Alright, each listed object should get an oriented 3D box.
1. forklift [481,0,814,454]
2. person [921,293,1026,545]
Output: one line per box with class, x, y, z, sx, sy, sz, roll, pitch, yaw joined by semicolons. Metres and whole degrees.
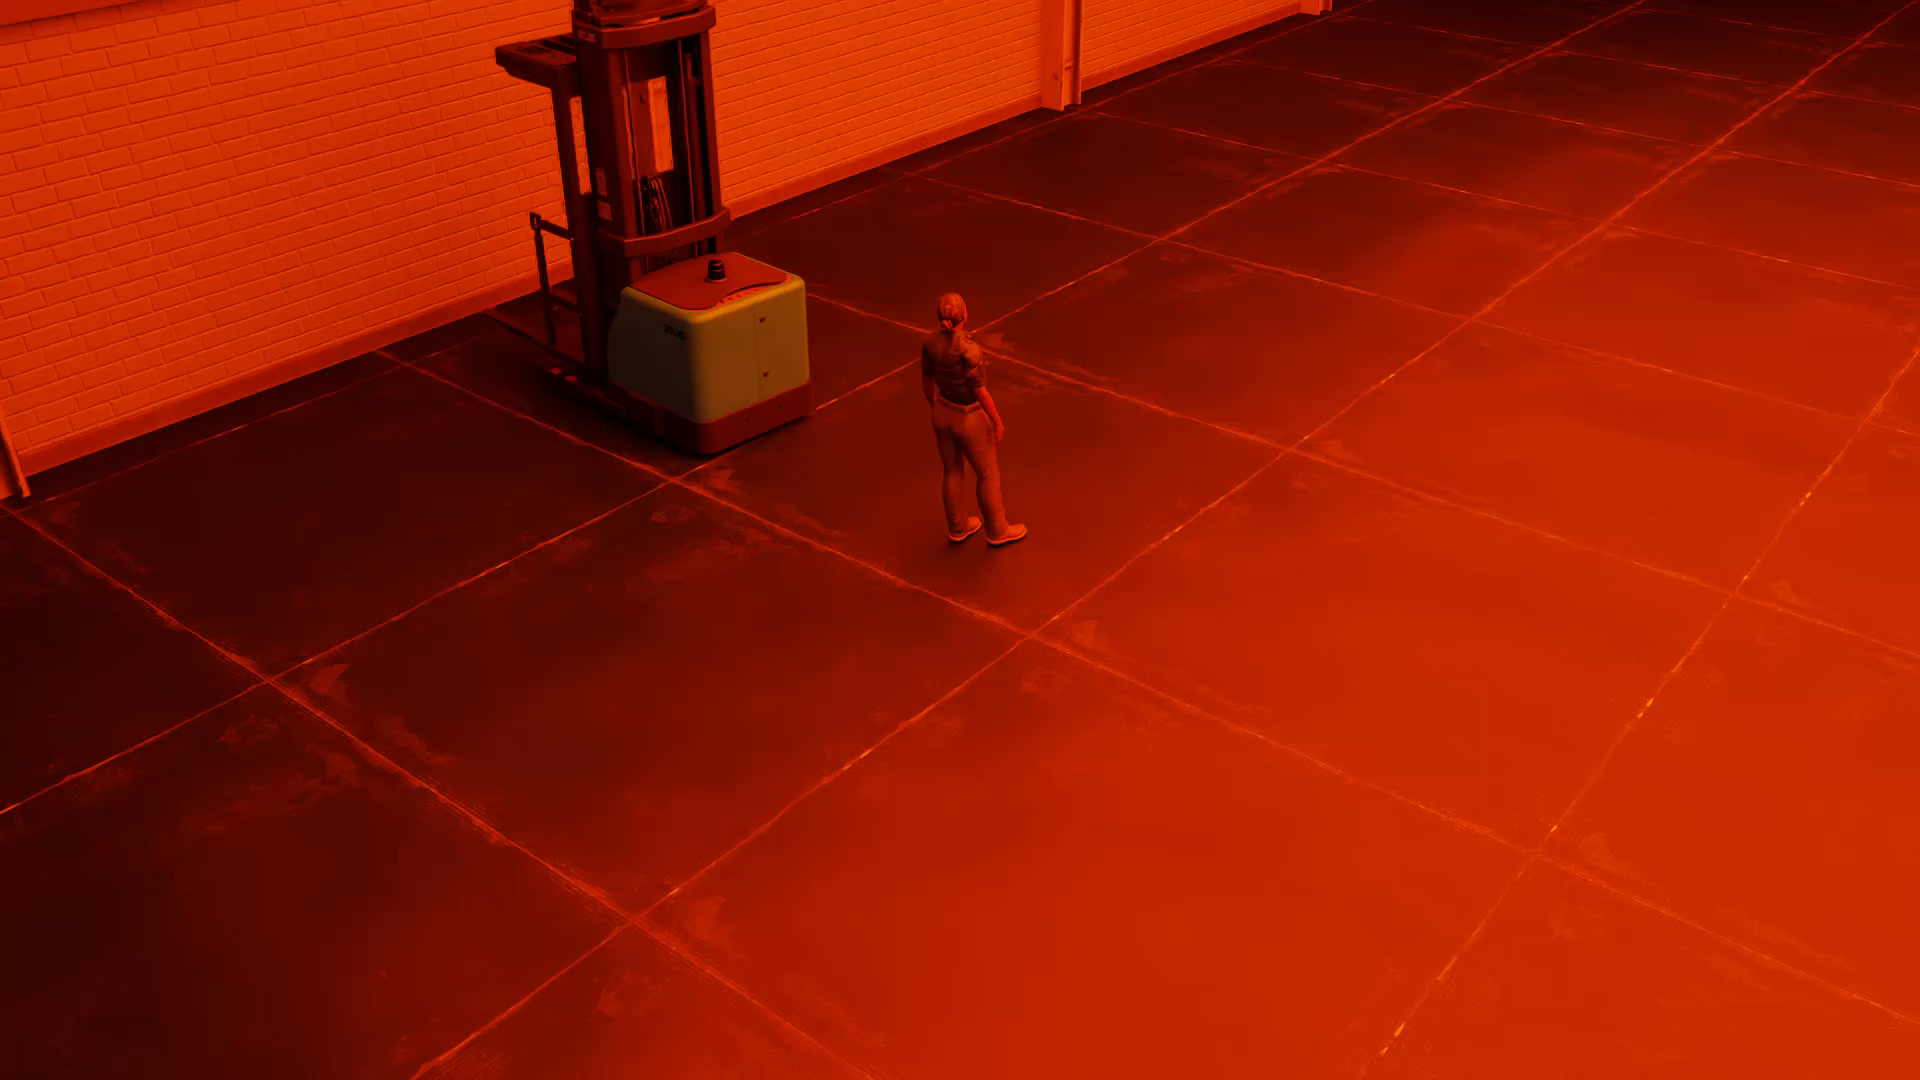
forklift;-2.468;-2.485;11.847;3.031;2.935;1.130;26;39;37
person;0.070;-0.749;10.128;0.570;1.656;0.503;22;37;33
